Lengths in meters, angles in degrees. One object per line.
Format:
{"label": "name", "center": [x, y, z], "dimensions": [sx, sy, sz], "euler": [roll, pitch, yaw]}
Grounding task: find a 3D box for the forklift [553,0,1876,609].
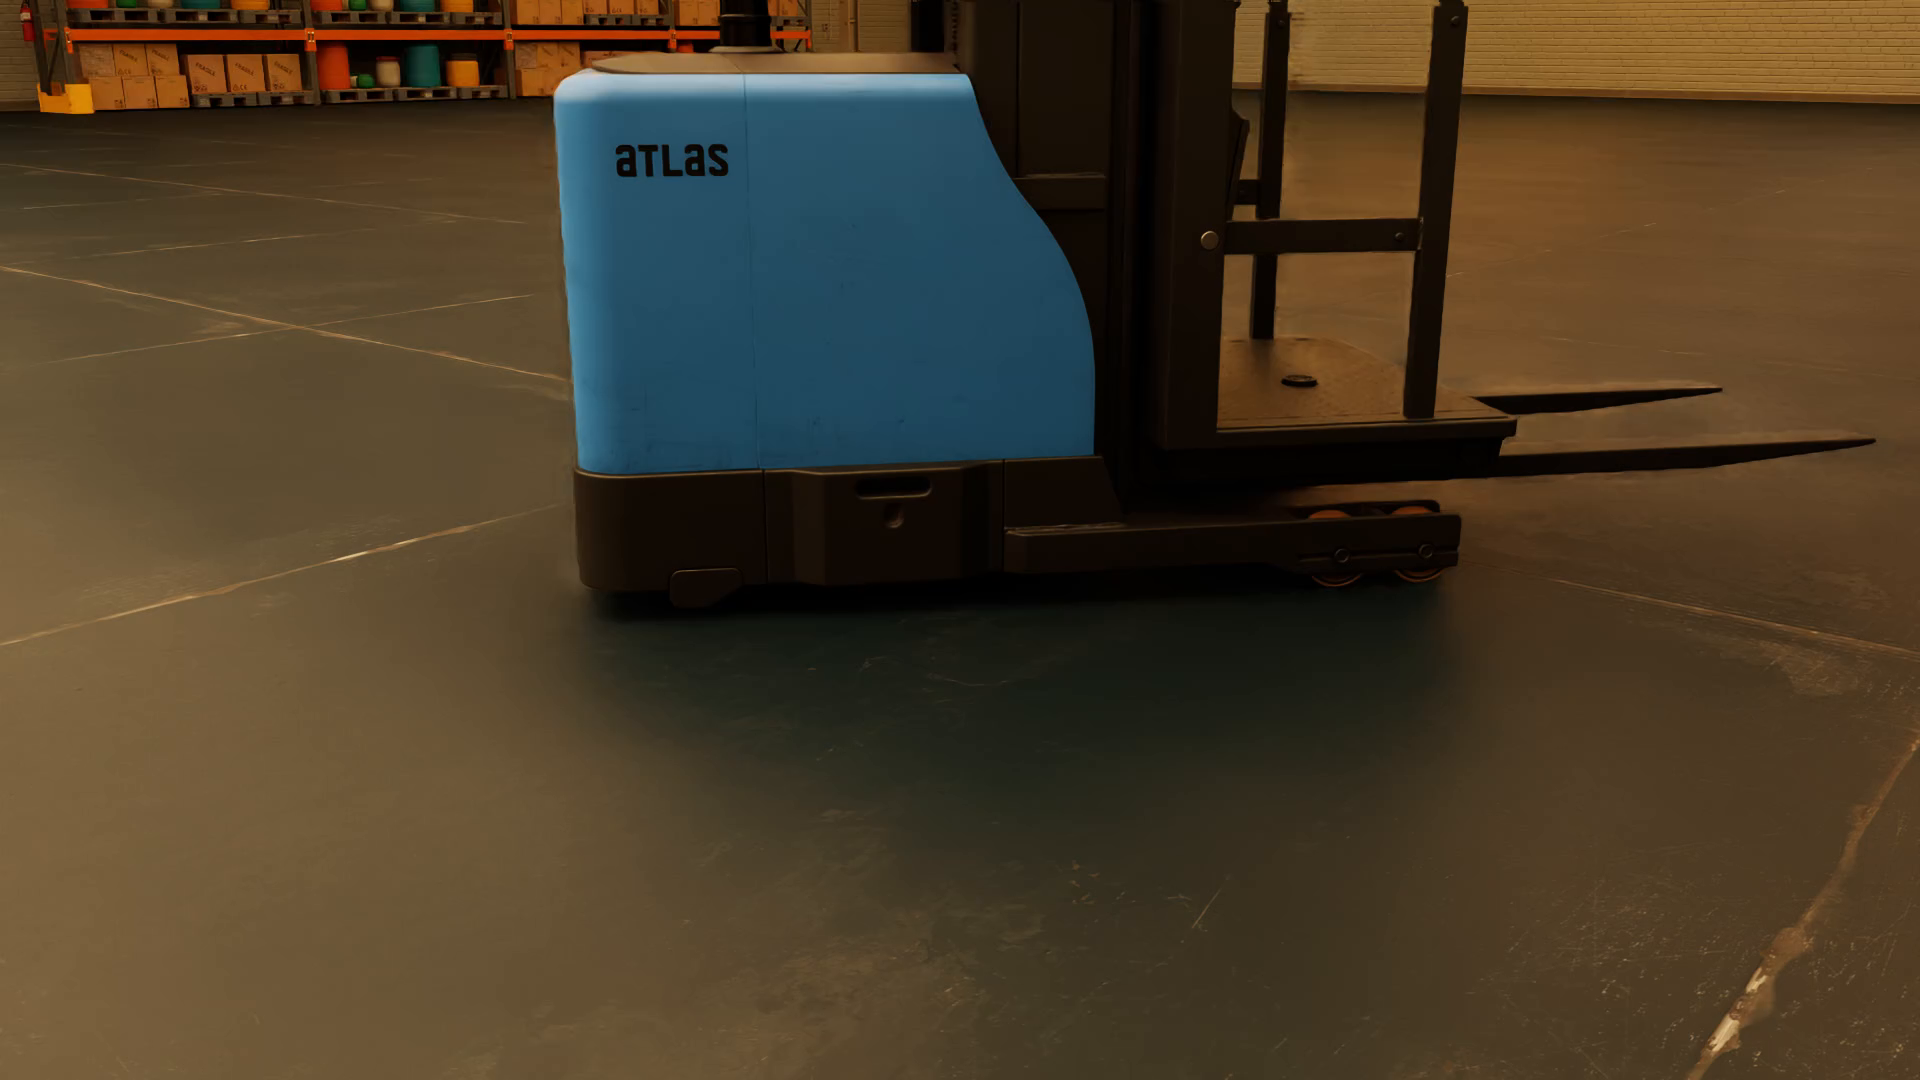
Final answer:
{"label": "forklift", "center": [0.637, -1.448, 3.667], "dimensions": [3.031, 2.935, 1.130], "euler": [-3, 17, -9]}
